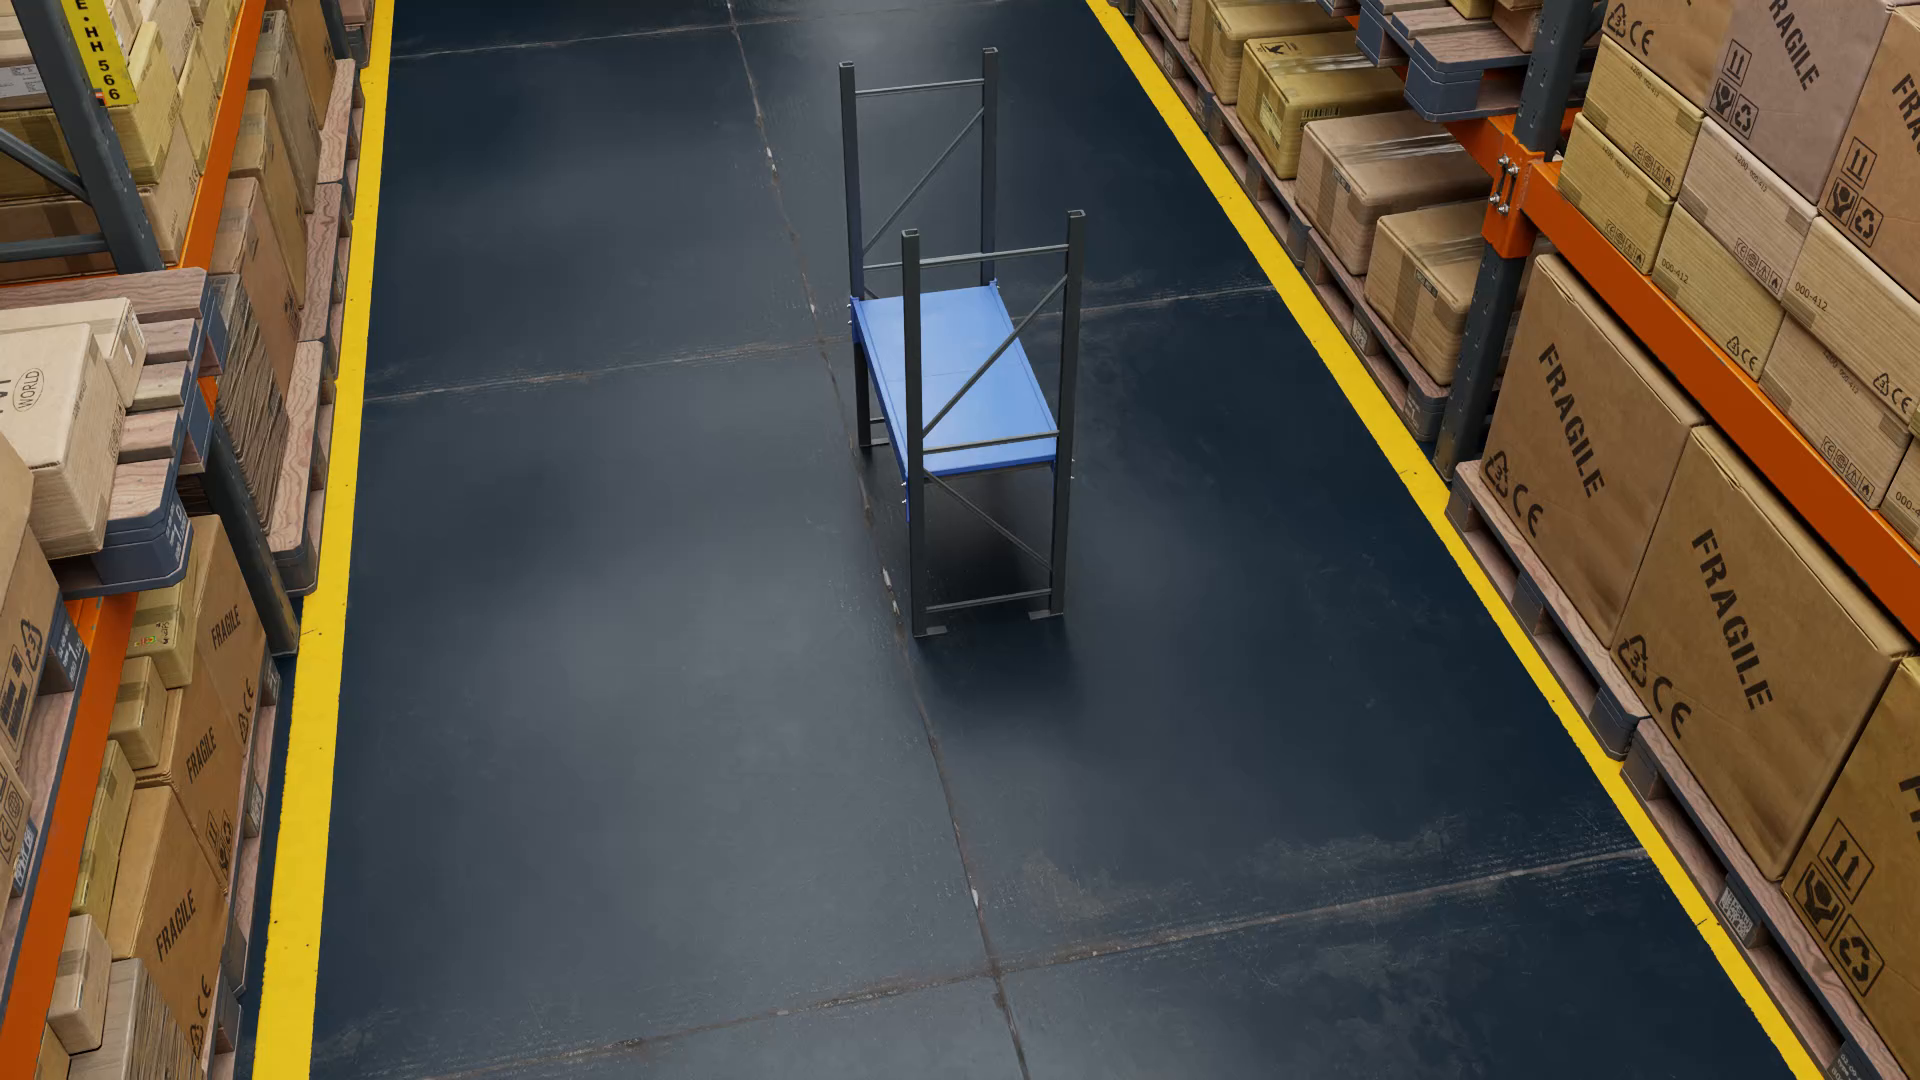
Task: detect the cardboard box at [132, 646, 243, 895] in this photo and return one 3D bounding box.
[{"bbox_3d":[-2.226,0.628,4.350,0.500,0.500,0.500,-9,42,-10],"label":"cardboard box"}]

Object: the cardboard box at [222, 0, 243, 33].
[{"bbox_3d":[-2.814,-1.982,5.836,0.500,0.250,0.500,-7,42,-8],"label":"cardboard box"}]

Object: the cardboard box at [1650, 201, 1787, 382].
[{"bbox_3d":[2.209,-0.693,4.384,0.500,0.250,0.500,-9,42,-11],"label":"cardboard box"}]

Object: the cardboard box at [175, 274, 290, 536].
[{"bbox_3d":[-2.747,-0.394,5.407,0.875,0.625,0.625,-7,42,-8],"label":"cardboard box"}]

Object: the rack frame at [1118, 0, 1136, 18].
[{"bbox_3d":[1.357,-4.026,8.025,1.000,3.000,0.127,-8,42,-9],"label":"rack frame"}]

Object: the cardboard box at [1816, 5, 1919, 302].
[{"bbox_3d":[2.301,-0.832,3.599,0.500,0.500,0.500,-7,42,-8],"label":"cardboard box"}]

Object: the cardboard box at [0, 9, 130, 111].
[{"bbox_3d":[-2.407,-1.248,4.332,0.380,0.149,0.250,-7,42,-8],"label":"cardboard box"}]

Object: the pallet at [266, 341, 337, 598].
[{"bbox_3d":[-2.765,-0.215,5.834,1.003,0.211,1.213,-8,42,-9],"label":"pallet"}]

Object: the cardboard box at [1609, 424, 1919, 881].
[{"bbox_3d":[2.477,0.243,4.501,0.875,0.875,0.875,-8,42,-9],"label":"cardboard box"}]

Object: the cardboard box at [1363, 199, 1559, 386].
[{"bbox_3d":[2.108,-0.975,6.252,0.950,0.372,0.625,-11,43,-12],"label":"cardboard box"}]

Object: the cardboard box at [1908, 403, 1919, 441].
[{"bbox_3d":[2.391,-0.209,3.462,0.500,0.250,0.500,-8,42,-9],"label":"cardboard box"}]

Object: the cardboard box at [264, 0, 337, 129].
[{"bbox_3d":[-3.365,-2.244,7.491,0.875,0.625,0.625,-7,42,-7],"label":"cardboard box"}]

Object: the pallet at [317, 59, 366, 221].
[{"bbox_3d":[-3.292,-1.797,7.615,1.003,0.211,1.213,-8,42,-9],"label":"pallet"}]

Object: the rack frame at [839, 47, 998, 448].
[{"bbox_3d":[-0.128,-0.946,5.686,0.500,1.500,0.032,-8,42,-9],"label":"rack frame"}]

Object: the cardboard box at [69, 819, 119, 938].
[{"bbox_3d":[-2.101,0.789,3.680,0.380,0.149,0.250,-9,42,-10],"label":"cardboard box"}]

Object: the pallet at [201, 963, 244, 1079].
[{"bbox_3d":[-2.241,1.602,3.786,1.003,0.211,1.213,-8,42,-9],"label":"pallet"}]

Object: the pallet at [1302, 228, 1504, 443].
[{"bbox_3d":[2.053,-0.897,6.601,1.003,0.211,1.213,-8,42,-9],"label":"pallet"}]

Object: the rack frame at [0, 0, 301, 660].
[{"bbox_3d":[-2.625,-0.719,4.301,1.000,3.000,0.127,-8,42,-9],"label":"rack frame"}]

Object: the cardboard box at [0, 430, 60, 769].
[{"bbox_3d":[-2.092,0.117,2.965,0.797,0.503,0.637,-9,42,-10],"label":"cardboard box"}]

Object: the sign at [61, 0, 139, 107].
[{"bbox_3d":[-2.097,-1.206,4.037,0.100,0.325,0.005,-8,42,-9],"label":"sign"}]

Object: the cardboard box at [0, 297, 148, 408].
[{"bbox_3d":[-2.109,-0.411,3.827,0.380,0.149,0.250,-8,42,-8],"label":"cardboard box"}]

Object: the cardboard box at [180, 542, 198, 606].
[{"bbox_3d":[-2.271,0.100,4.456,0.380,0.149,0.250,-10,43,-11],"label":"cardboard box"}]

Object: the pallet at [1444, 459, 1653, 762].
[{"bbox_3d":[2.317,0.132,5.442,1.003,0.211,1.213,-8,42,-9],"label":"pallet"}]

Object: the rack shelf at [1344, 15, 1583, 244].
[{"bbox_3d":[1.789,-2.460,6.804,1.077,0.370,4.000,-8,42,-9],"label":"rack shelf"}]

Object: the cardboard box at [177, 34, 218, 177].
[{"bbox_3d":[-2.586,-1.312,5.082,0.500,0.250,0.500,-9,42,-10],"label":"cardboard box"}]

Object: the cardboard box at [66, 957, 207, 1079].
[{"bbox_3d":[-1.980,1.301,3.592,0.500,0.500,0.500,-10,43,-11],"label":"cardboard box"}]

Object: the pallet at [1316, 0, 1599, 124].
[{"bbox_3d":[1.963,-1.808,5.671,1.213,0.211,1.003,-8,42,-9],"label":"pallet"}]

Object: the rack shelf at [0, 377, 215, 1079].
[{"bbox_3d":[-2.194,0.846,3.079,1.077,0.370,4.000,-8,42,-9],"label":"rack shelf"}]

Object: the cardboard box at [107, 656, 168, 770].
[{"bbox_3d":[-2.168,0.449,4.062,0.380,0.149,0.250,-10,43,-11],"label":"cardboard box"}]

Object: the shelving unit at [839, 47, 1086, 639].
[{"bbox_3d":[-0.018,-0.616,5.314,0.538,1.500,1.048,-8,42,-9],"label":"shelving unit"}]

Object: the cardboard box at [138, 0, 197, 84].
[{"bbox_3d":[-2.589,-1.497,4.914,0.500,0.250,0.500,-7,42,-8],"label":"cardboard box"}]

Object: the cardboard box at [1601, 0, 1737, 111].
[{"bbox_3d":[2.088,-1.489,4.340,0.500,0.500,0.500,-10,43,-11],"label":"cardboard box"}]

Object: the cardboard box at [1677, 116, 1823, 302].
[{"bbox_3d":[2.199,-0.865,4.201,0.500,0.250,0.500,-7,42,-8],"label":"cardboard box"}]

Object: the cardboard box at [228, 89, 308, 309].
[{"bbox_3d":[-3.041,-1.253,6.375,0.875,0.625,0.625,-10,43,-11],"label":"cardboard box"}]

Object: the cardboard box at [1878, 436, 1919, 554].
[{"bbox_3d":[2.426,-0.033,3.640,0.500,0.250,0.500,-8,42,-9],"label":"cardboard box"}]

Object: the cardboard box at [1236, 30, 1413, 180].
[{"bbox_3d":[1.783,-1.944,7.344,0.950,0.372,0.625,-7,42,-8],"label":"cardboard box"}]

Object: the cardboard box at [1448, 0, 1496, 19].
[{"bbox_3d":[1.792,-1.838,5.434,0.380,0.149,0.250,-8,42,-9],"label":"cardboard box"}]

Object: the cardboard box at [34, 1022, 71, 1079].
[{"bbox_3d":[-2.009,1.130,3.295,0.380,0.149,0.250,-8,42,-9],"label":"cardboard box"}]

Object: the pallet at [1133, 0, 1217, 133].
[{"bbox_3d":[1.527,-2.478,8.383,1.003,0.211,1.213,-8,42,-9],"label":"pallet"}]

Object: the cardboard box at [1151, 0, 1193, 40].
[{"bbox_3d":[1.473,-2.860,8.376,0.950,0.372,0.625,-8,42,-9],"label":"cardboard box"}]
